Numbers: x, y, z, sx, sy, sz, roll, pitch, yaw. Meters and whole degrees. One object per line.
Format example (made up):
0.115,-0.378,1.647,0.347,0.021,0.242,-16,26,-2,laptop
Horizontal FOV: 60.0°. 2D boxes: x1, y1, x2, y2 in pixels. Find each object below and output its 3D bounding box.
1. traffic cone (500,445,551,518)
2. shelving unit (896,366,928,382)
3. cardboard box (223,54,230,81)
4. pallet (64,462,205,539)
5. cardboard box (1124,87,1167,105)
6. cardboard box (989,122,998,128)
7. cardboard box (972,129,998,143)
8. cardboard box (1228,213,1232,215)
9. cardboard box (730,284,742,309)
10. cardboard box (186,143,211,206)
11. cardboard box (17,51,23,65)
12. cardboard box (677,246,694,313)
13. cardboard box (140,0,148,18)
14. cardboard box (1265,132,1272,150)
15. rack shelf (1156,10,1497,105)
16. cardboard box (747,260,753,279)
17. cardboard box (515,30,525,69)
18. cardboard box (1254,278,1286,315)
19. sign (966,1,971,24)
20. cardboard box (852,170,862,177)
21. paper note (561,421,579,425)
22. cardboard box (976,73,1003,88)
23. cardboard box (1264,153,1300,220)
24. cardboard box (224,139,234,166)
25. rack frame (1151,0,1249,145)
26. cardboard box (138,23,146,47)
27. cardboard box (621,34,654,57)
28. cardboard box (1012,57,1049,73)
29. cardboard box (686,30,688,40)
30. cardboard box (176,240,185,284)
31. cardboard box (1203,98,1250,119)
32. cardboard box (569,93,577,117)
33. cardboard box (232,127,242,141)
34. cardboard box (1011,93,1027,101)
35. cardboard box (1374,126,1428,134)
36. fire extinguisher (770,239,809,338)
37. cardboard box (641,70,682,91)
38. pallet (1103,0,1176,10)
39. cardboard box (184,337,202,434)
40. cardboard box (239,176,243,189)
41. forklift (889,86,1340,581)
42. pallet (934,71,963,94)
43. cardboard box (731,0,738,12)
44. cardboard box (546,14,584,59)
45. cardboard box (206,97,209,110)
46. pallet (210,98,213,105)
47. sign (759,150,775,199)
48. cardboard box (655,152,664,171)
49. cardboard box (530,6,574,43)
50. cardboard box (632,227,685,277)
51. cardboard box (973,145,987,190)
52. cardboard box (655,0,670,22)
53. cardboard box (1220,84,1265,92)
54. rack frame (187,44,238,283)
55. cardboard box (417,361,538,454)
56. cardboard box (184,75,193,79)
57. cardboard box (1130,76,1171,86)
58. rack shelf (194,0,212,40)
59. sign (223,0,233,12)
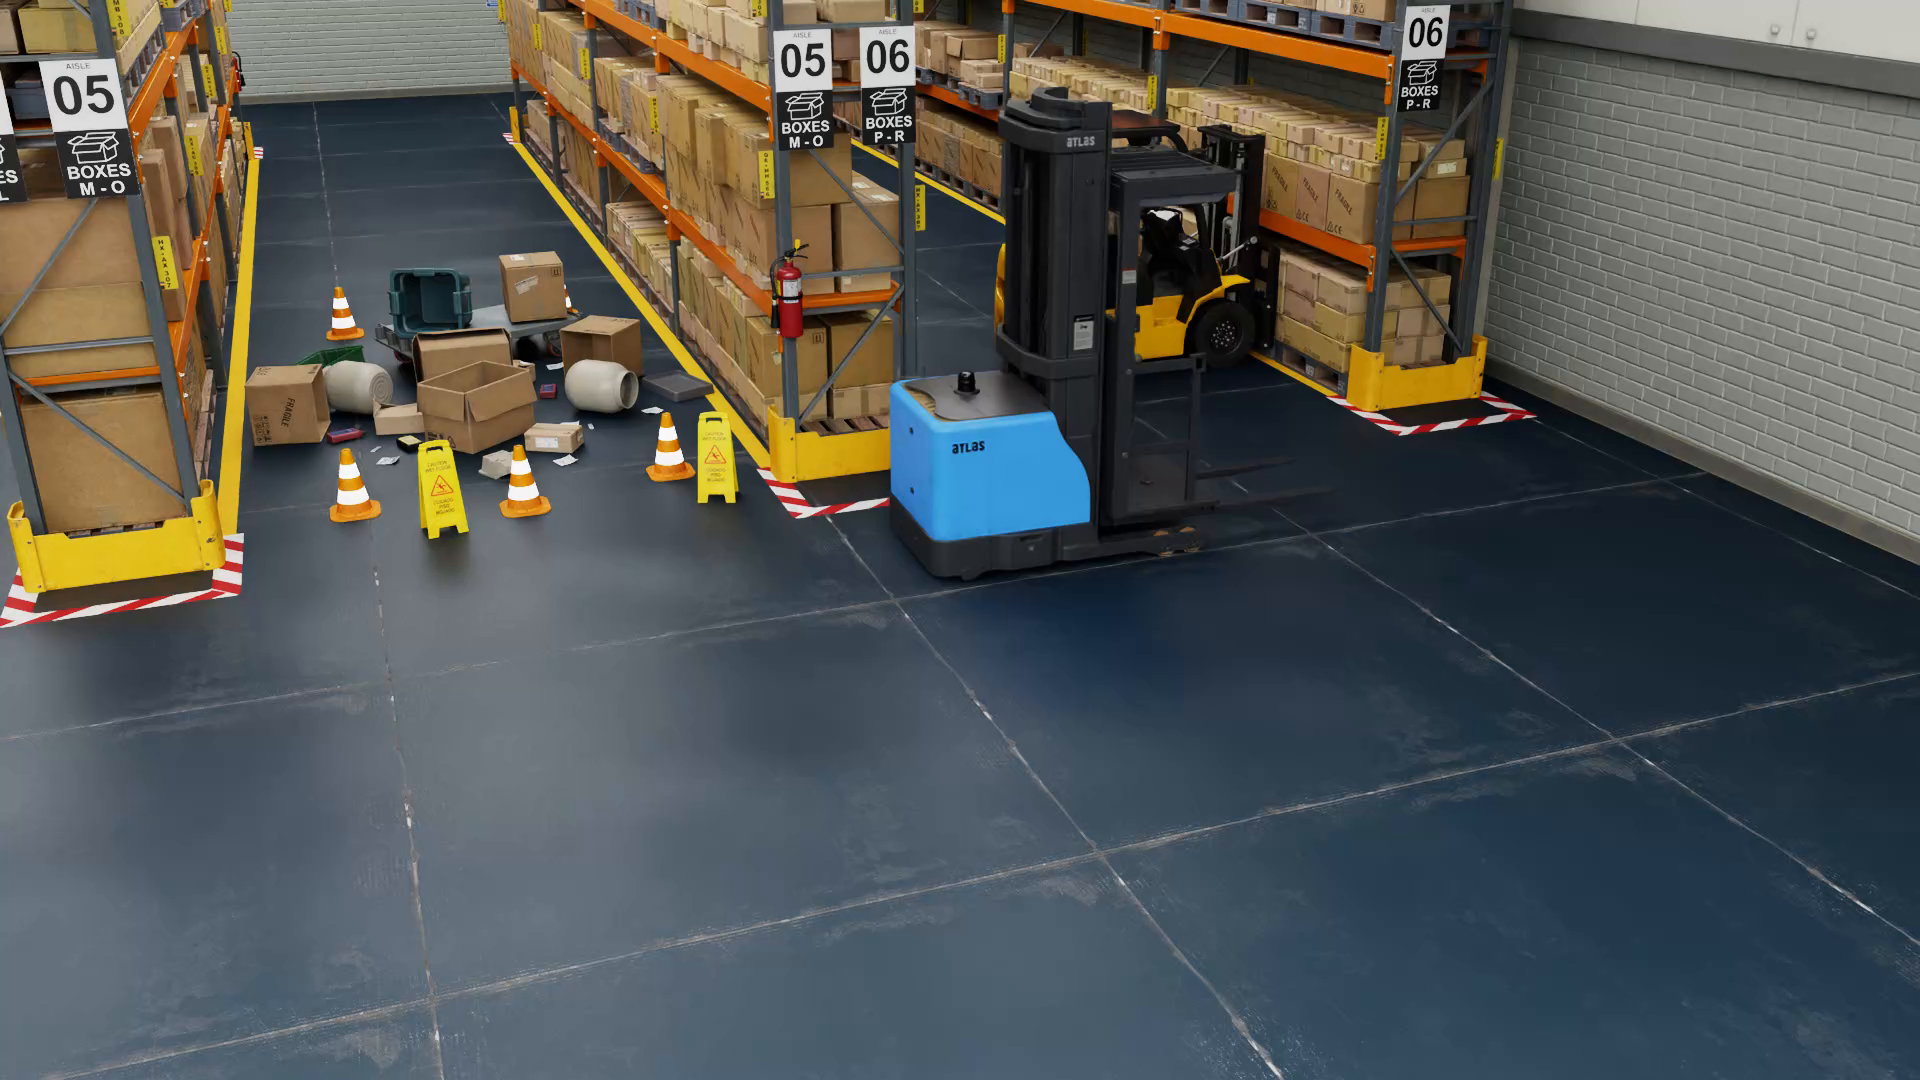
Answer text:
-3.083,-0.442,11.703,0.336,0.463,0.334,-8,24,-19,traffic cone
-0.326,-0.652,11.446,0.215,1.050,0.252,-2,23,-5,shelving unit
-9.905,-6.316,21.862,0.500,0.500,0.500,-9,24,-20,cardboard box
-5.756,-0.186,11.420,1.003,0.211,1.213,-8,24,-19,pallet
1.950,-4.669,17.502,0.380,0.149,0.250,-8,24,-19,cardboard box
0.611,-5.532,22.356,0.380,0.149,0.250,-8,24,-19,cardboard box
0.371,-5.281,21.759,0.380,0.149,0.250,-8,24,-17,cardboard box
2.972,-3.096,16.446,0.500,0.250,0.500,-9,24,-20,cardboard box
-1.611,-1.950,13.213,0.380,0.149,0.250,-8,24,-18,cardboard box
-7.101,-3.284,15.052,0.500,0.500,0.500,-8,24,-19,cardboard box
-6.104,-3.049,10.413,0.380,0.149,0.250,-8,24,-18,cardboard box
-2.263,-2.381,15.072,0.500,0.500,0.500,-7,24,-16,cardboard box
-6.047,-3.825,11.743,0.500,0.250,0.500,-9,24,-19,cardboard box
2.972,-3.588,14.937,0.380,0.149,0.250,-9,24,-19,cardboard box
3.130,-4.367,14.814,1.077,0.370,4.000,-8,24,-19,rack shelf
-1.402,-2.071,12.625,0.380,0.149,0.250,-9,24,-20,cardboard box
-6.189,-7.186,24.309,0.500,0.500,0.500,-8,24,-19,cardboard box
3.003,-2.249,15.080,0.500,0.250,0.500,-9,24,-20,cardboard box
0.116,-7.561,23.836,0.100,0.325,0.005,-8,24,-19,sign
-1.081,-2.674,13.219,0.500,0.500,0.500,-9,24,-20,cardboard box
-3.161,-0.934,13.440,0.148,0.019,0.142,0,23,-1,paper note
0.420,-5.760,20.838,0.380,0.149,0.250,-8,24,-18,cardboard box
3.061,-3.155,14.744,0.500,0.500,0.500,-9,24,-20,cardboard box
-9.140,-4.703,20.258,0.500,0.250,0.500,-9,24,-20,cardboard box
2.424,-4.043,16.981,1.000,3.000,0.127,-8,24,-19,rack frame
-5.758,-3.417,11.287,0.380,0.149,0.250,-8,24,-19,cardboard box
-3.577,-5.534,19.101,0.500,0.500,0.500,-9,25,-21,cardboard box
0.848,-5.685,19.913,0.380,0.149,0.250,-8,24,-17,cardboard box
-2.107,-4.303,14.058,0.380,0.149,0.250,-8,24,-19,cardboard box
-6.095,-1.994,11.925,0.875,0.550,0.500,-8,24,-19,cardboard box
2.529,-4.087,15.738,0.380,0.149,0.250,-8,24,-18,cardboard box
-4.411,-5.262,20.065,0.500,0.250,0.500,-9,24,-20,cardboard box
-10.204,-5.633,23.116,0.380,0.149,0.250,-7,24,-17,cardboard box
0.939,-5.233,19.996,0.500,0.250,0.500,-8,24,-19,cardboard box
3.751,-3.417,14.148,0.380,0.149,0.250,-8,24,-18,cardboard box
-1.196,-1.767,11.680,0.296,0.674,0.183,-8,24,-19,fire extinguisher
-2.849,-4.422,15.991,0.380,0.149,0.250,-9,25,-21,cardboard box
2.100,-5.656,17.192,0.805,0.209,1.217,-9,25,-21,pallet
-6.335,-1.294,12.654,0.875,0.875,0.875,-8,24,-19,cardboard box
-9.468,-4.608,21.451,0.380,0.149,0.250,-9,25,-21,cardboard box
1.094,-1.426,10.860,3.031,2.935,1.130,-8,24,-18,forklift
0.319,-6.114,22.142,1.003,0.211,1.213,-8,24,-19,pallet
-1.485,-4.002,12.318,0.380,0.149,0.250,-8,24,-19,cardboard box
-4.953,-6.394,21.142,0.500,0.500,0.500,-8,24,-19,cardboard box
-8.757,-4.943,18.897,0.380,0.149,0.250,-9,25,-21,cardboard box
-9.506,-5.166,19.891,1.003,0.211,1.213,-8,24,-19,pallet
-1.332,-2.518,11.464,0.100,0.325,0.005,-8,24,-19,sign
-2.659,-3.588,15.683,0.380,0.149,0.250,-8,24,-18,cardboard box
-5.470,-6.908,22.362,0.500,0.500,0.500,-9,24,-19,cardboard box
-2.911,-3.047,17.460,0.950,0.372,0.625,-8,24,-17,cardboard box
0.493,-4.846,21.563,0.500,0.500,0.500,-9,24,-20,cardboard box
-2.319,-4.614,14.282,0.500,0.250,0.500,-9,24,-20,cardboard box
2.819,-4.451,16.601,0.380,0.149,0.250,-8,24,-19,cardboard box
-8.227,-4.098,17.112,1.000,3.000,0.127,-8,24,-19,rack frame
-3.794,-1.048,13.088,0.637,0.503,0.797,12,26,27,cardboard box
-8.579,-5.026,18.330,0.380,0.149,0.250,-7,24,-17,cardboard box
2.099,-5.016,18.325,0.380,0.149,0.250,-9,24,-19,cardboard box
-8.933,-5.876,18.393,1.077,0.370,4.000,-8,24,-19,rack shelf
-10.527,-7.753,23.885,0.100,0.325,0.005,-8,24,-19,sign
